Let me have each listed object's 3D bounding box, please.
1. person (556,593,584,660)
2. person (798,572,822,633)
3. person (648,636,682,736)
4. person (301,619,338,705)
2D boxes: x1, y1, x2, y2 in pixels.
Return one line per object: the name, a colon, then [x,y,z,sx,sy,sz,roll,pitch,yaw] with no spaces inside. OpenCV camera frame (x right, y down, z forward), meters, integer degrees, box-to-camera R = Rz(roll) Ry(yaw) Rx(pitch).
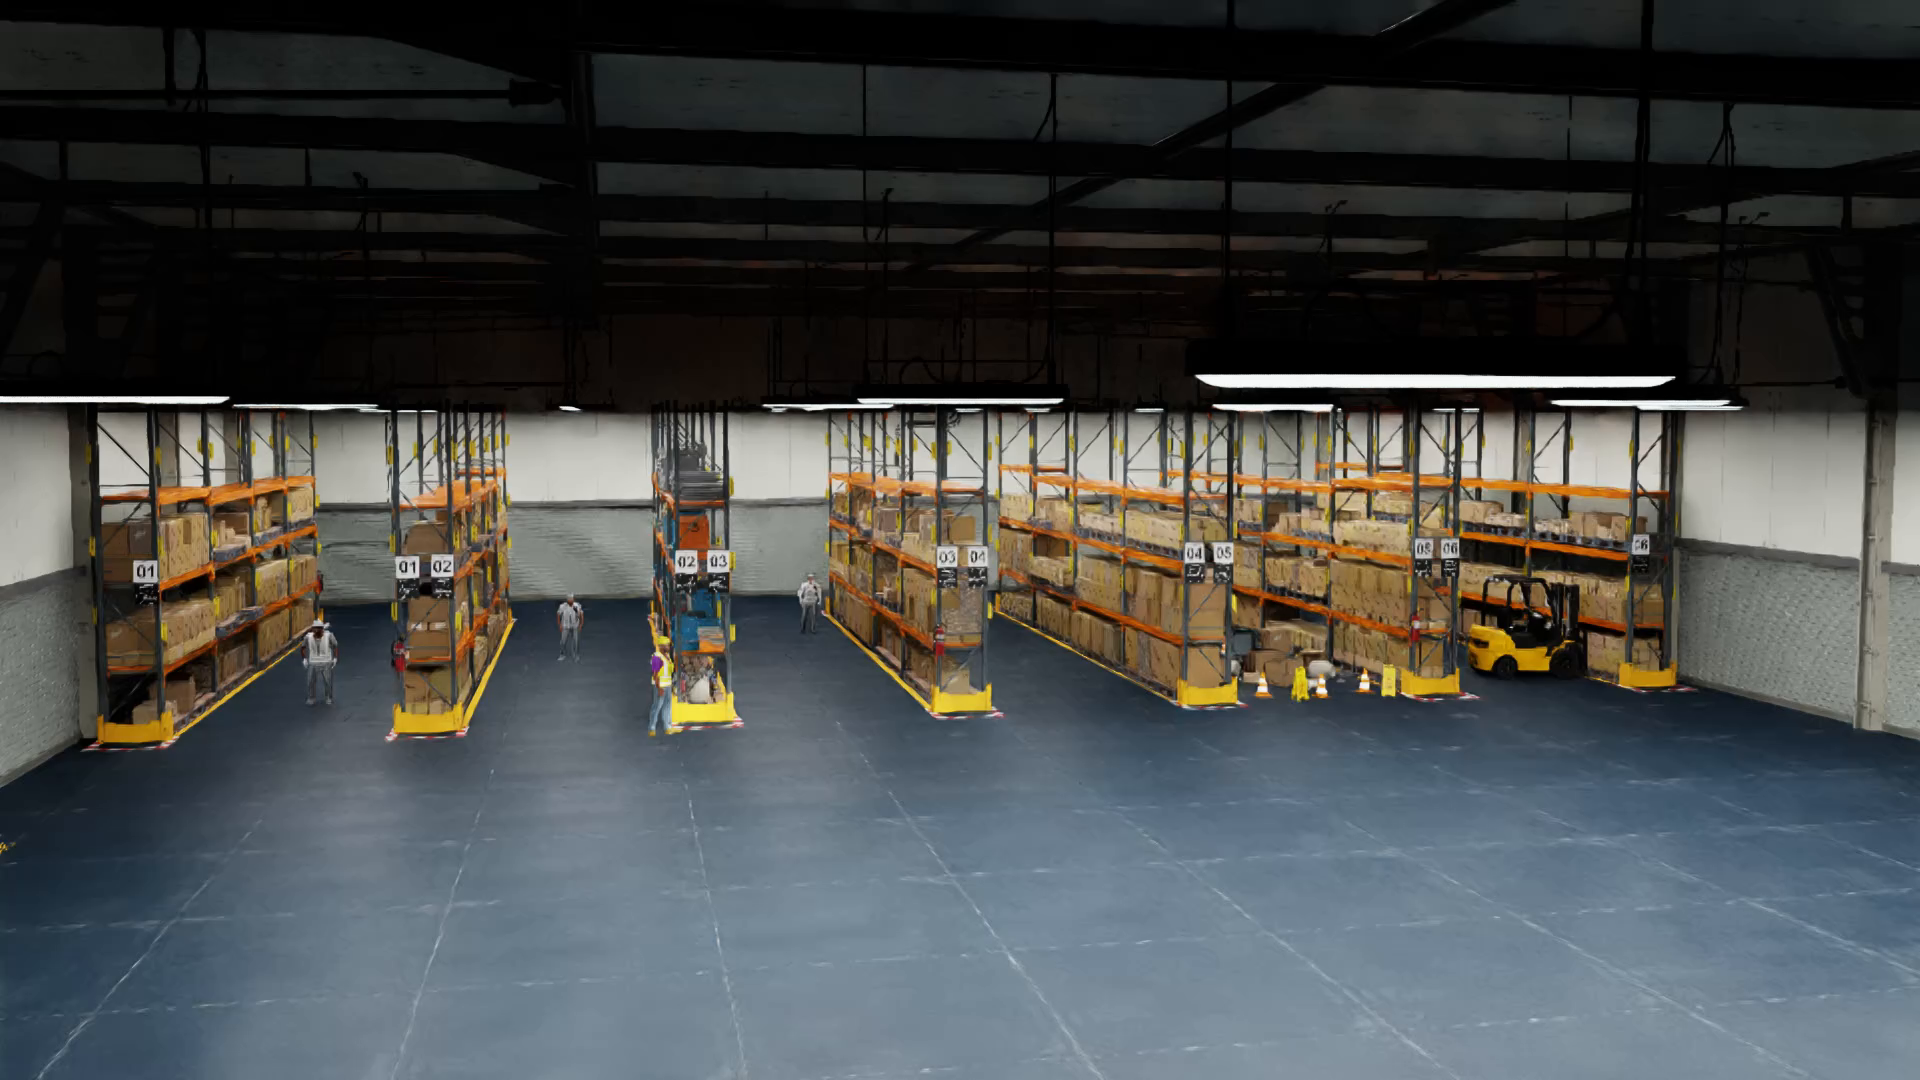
person: [-9.062,2.013,38.673,0.625,1.611,0.582,-1,4,-15]
person: [-3.930,1.633,43.548,0.634,1.633,0.507,-1,4,-11]
person: [-5.309,2.602,29.701,0.478,1.765,0.649,1,4,15]
person: [-12.577,2.404,32.657,0.702,1.735,0.549,-1,4,-12]
